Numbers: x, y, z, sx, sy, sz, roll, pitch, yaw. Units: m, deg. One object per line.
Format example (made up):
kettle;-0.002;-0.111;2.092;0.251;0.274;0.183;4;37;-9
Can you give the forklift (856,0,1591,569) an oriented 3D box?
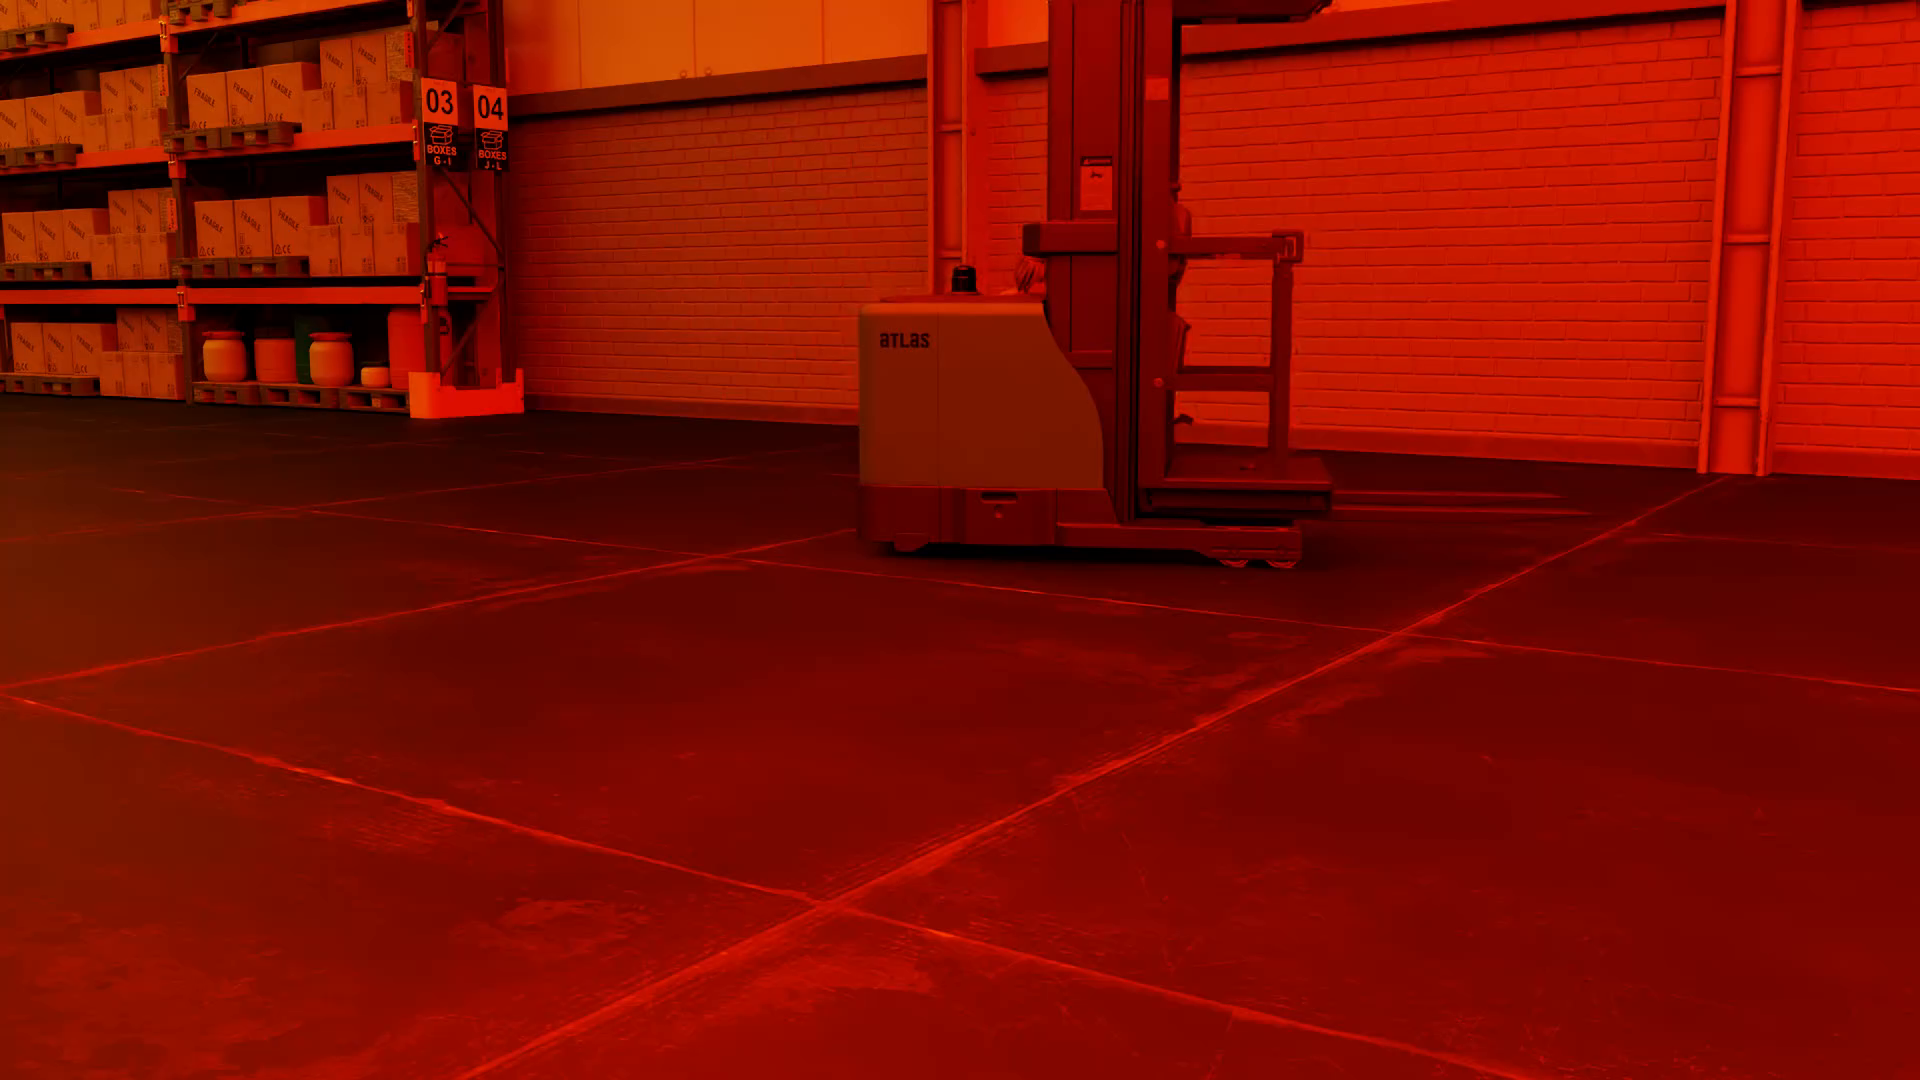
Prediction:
forklift;1.120;-1.414;7.138;3.031;2.935;1.130;1;8;9

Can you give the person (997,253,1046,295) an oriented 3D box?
person;0.413;-0.704;8.046;0.667;1.377;0.805;-6;10;-34
